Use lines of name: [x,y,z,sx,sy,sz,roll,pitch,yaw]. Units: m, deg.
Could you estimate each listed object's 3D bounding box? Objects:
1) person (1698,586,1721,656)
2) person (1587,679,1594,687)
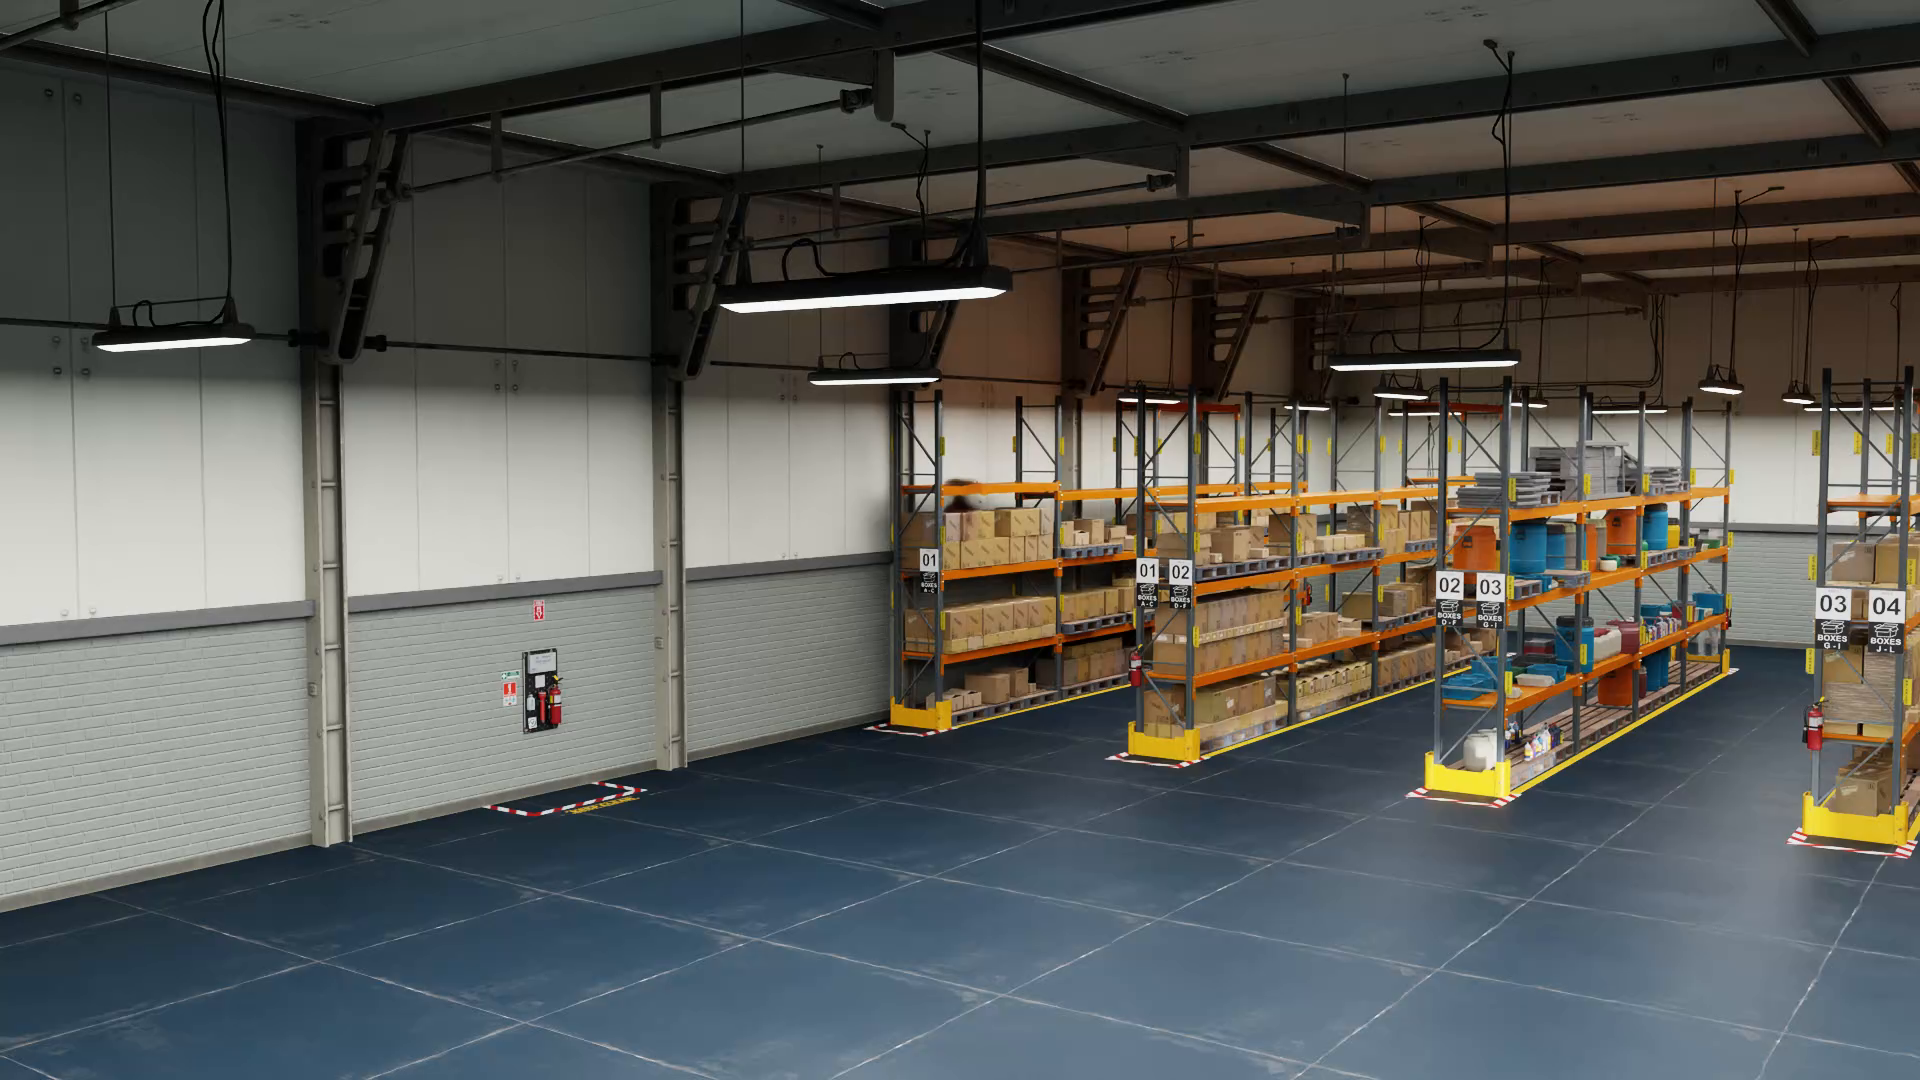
person: [17.394,1.939,38.632,0.562,1.774,0.427,2,4,29]
person: [12.819,2.272,34.406,0.579,1.595,0.402,1,3,21]
